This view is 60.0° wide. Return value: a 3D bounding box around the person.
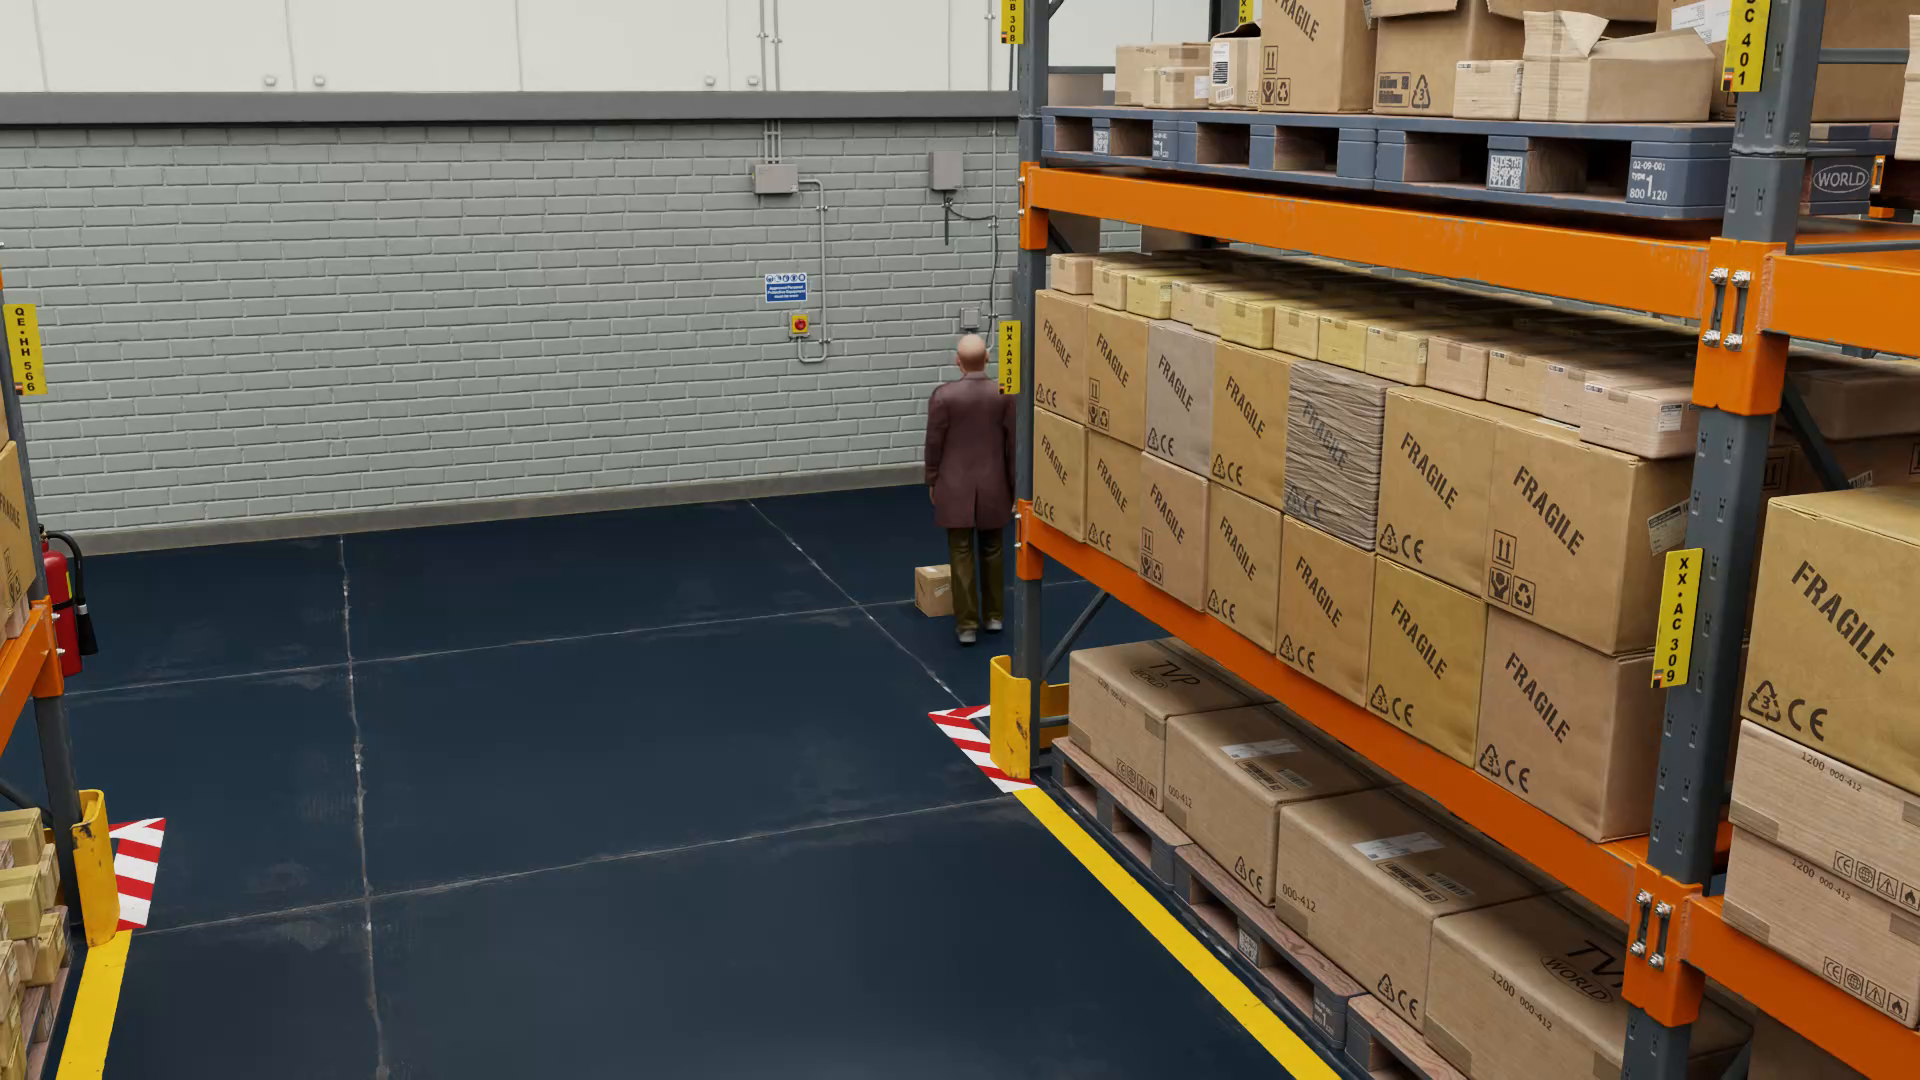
[{"bbox_3d":[0.083,-0.307,9.665,0.598,1.801,0.593,-3,16,-10],"label":"person"}]
